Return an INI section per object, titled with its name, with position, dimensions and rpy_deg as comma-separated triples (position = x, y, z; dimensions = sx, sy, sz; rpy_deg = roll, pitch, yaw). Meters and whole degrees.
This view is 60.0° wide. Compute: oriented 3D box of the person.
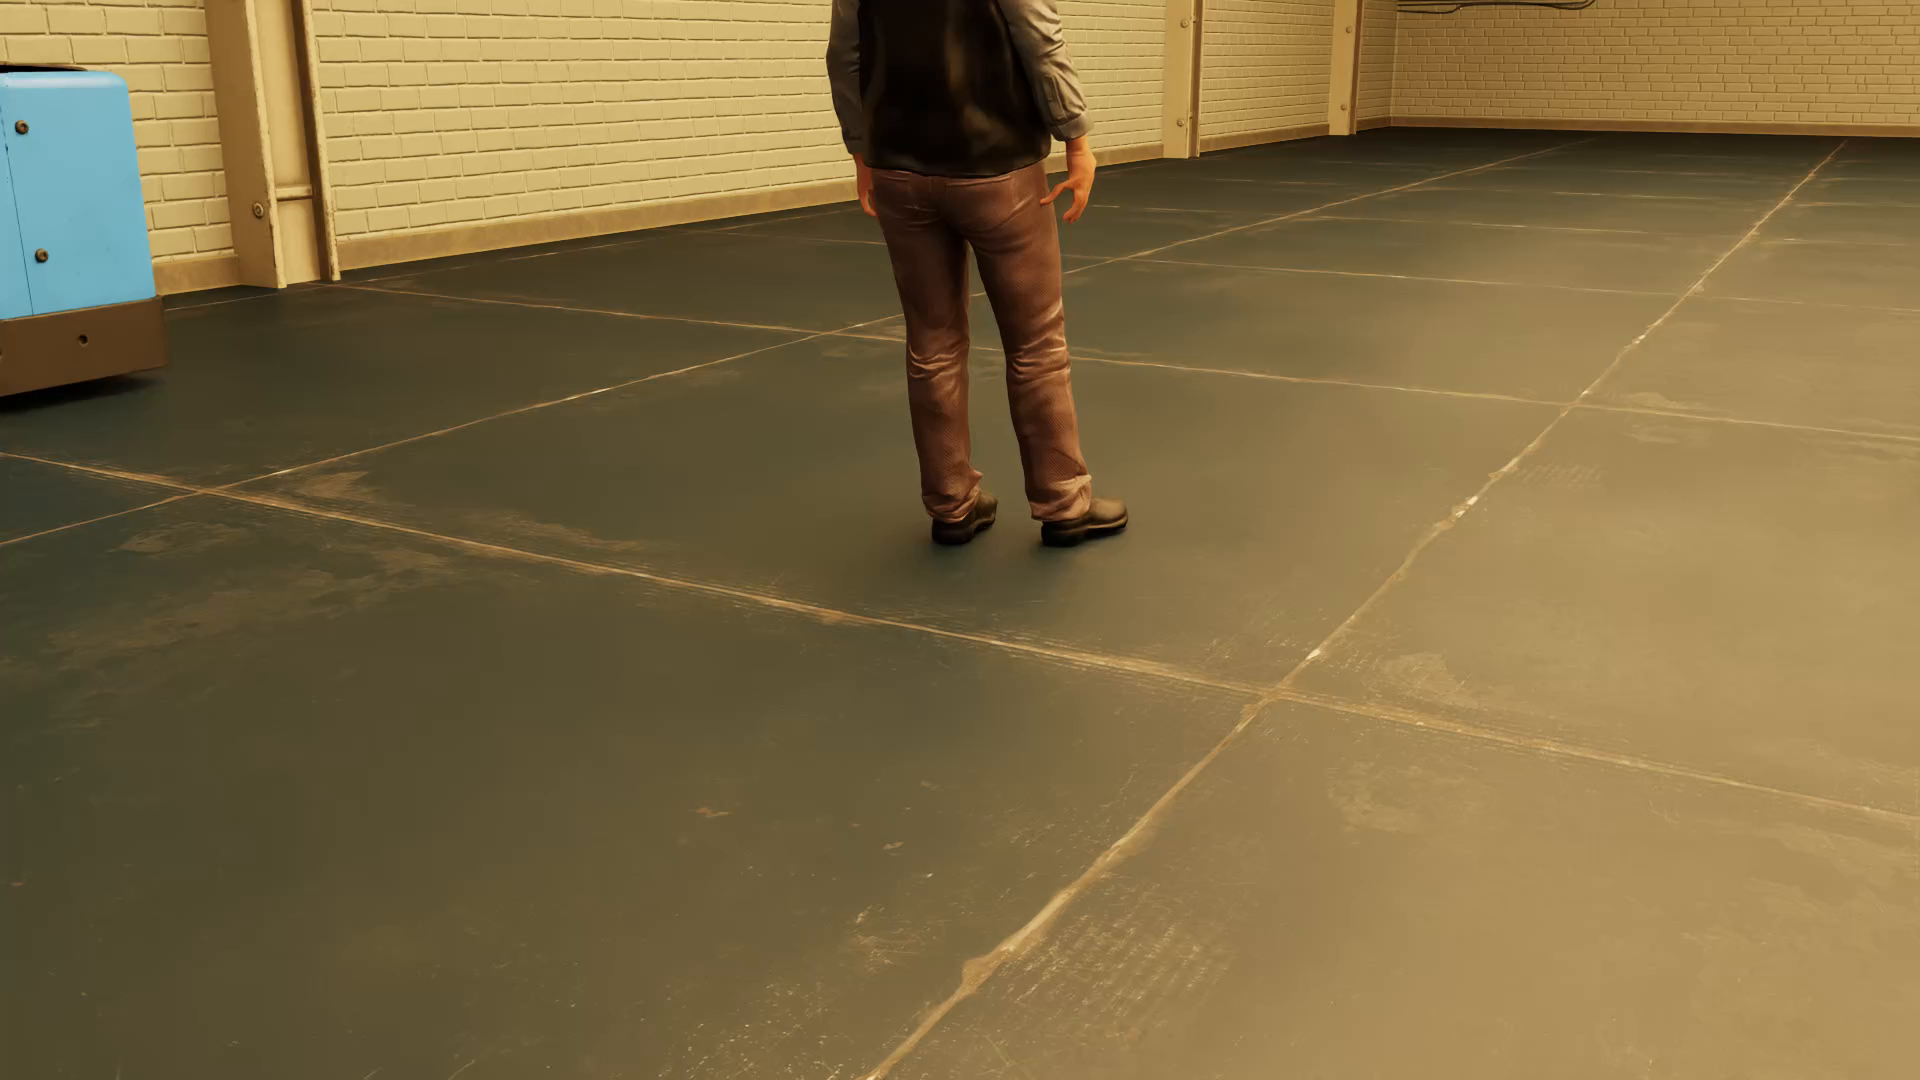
[person]
position = 0.037, -0.847, 3.845
dimensions = 0.633, 1.722, 0.566
rpy_deg = 9, 19, 28

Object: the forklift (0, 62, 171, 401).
[forklift]
position = -4.351, -2.035, 5.764
dimensions = 3.031, 2.935, 1.130
rpy_deg = 8, 18, 26
